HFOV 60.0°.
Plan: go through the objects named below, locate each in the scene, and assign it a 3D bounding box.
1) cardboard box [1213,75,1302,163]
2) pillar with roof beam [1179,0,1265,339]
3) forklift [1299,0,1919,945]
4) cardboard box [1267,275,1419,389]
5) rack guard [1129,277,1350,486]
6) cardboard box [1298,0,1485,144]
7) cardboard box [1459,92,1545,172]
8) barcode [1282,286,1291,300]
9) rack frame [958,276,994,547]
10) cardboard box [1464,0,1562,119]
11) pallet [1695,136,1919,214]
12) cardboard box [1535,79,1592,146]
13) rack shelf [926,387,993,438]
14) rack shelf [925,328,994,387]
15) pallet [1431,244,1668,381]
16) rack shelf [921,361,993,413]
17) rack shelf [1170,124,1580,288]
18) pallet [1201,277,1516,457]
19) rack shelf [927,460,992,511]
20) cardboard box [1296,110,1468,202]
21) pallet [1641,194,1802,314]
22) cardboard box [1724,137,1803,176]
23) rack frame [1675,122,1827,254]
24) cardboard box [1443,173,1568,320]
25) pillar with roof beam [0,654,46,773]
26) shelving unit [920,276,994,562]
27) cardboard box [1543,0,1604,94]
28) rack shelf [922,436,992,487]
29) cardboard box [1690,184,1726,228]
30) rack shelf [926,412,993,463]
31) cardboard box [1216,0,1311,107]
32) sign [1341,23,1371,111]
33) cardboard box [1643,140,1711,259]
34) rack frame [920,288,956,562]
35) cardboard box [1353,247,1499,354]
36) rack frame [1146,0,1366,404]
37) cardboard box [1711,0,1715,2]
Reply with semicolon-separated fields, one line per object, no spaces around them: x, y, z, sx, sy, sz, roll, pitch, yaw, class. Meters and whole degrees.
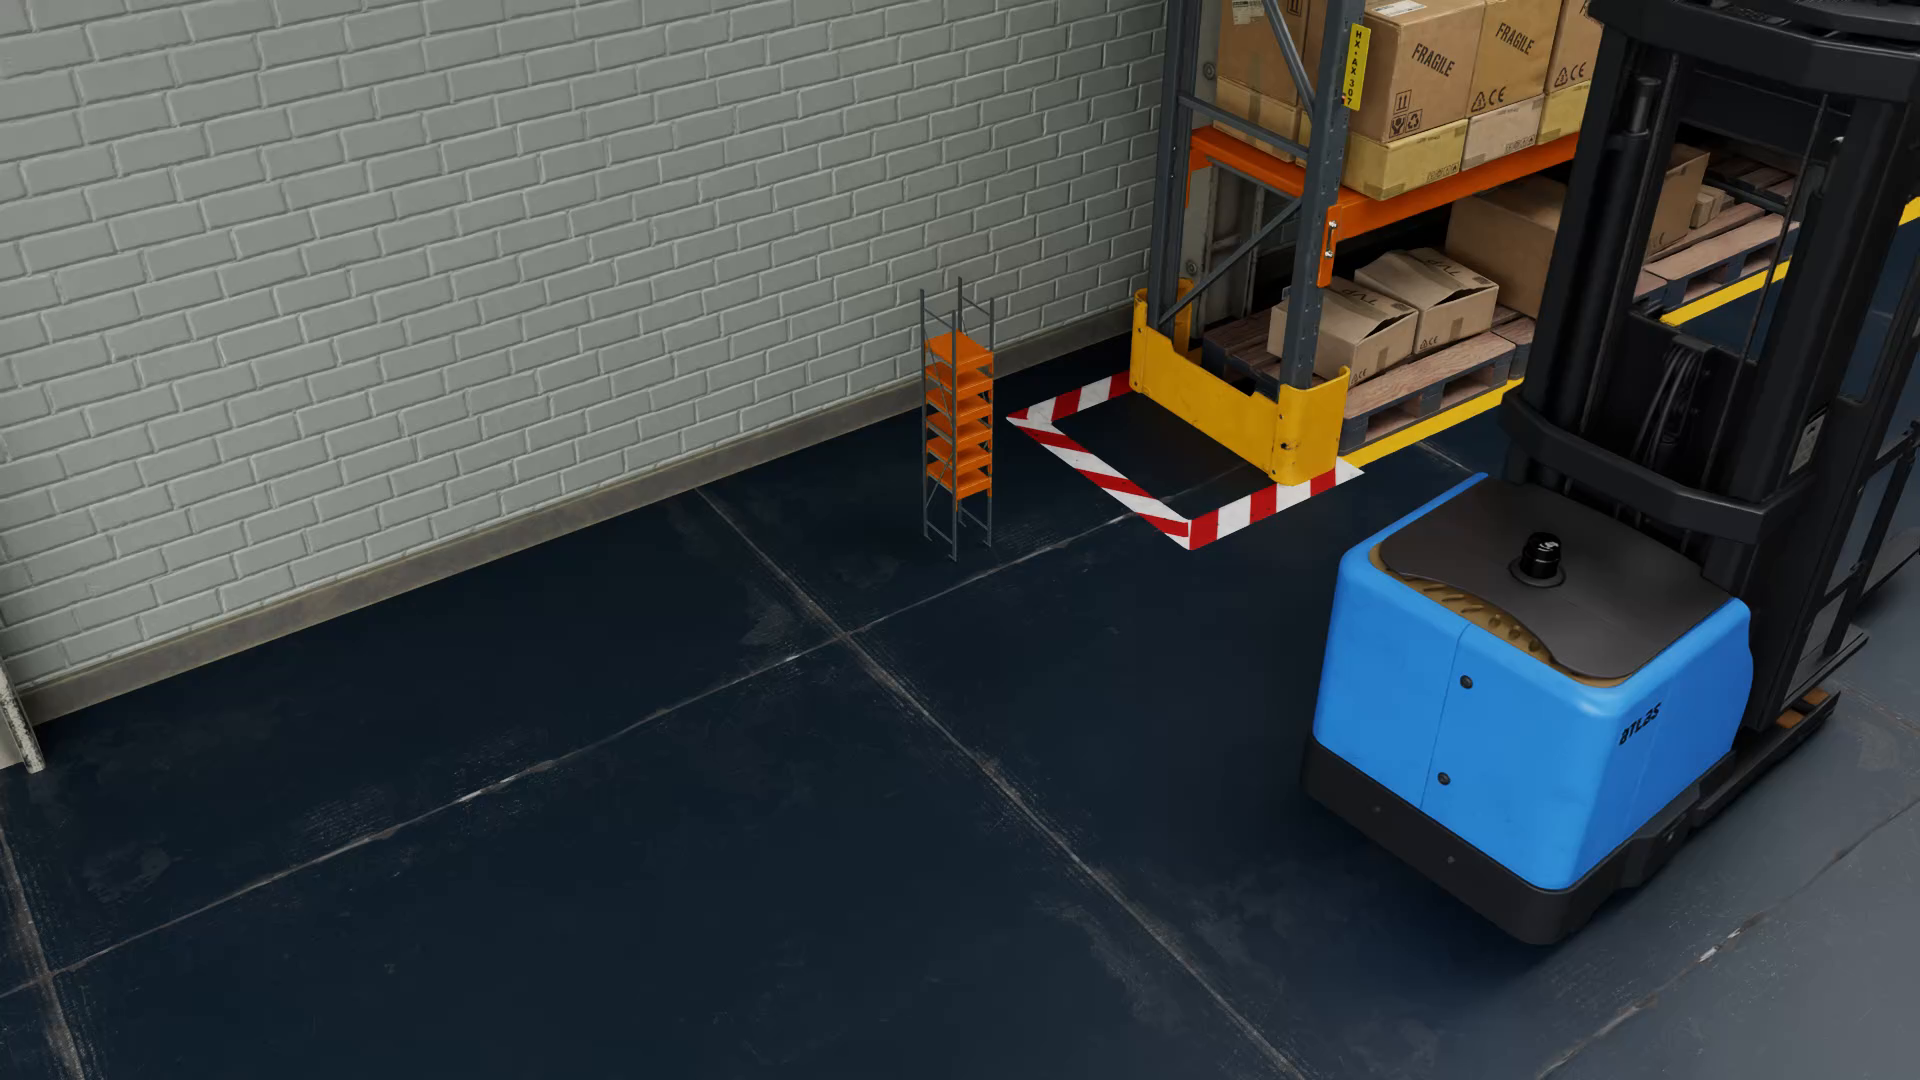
1.505;-1.957;7.513;0.500;0.250;0.500;-22;41;-27;cardboard box
3.789;-2.789;3.421;0.400;9.000;9.100;-22;41;-28;pillar with roof beam
2.661;-0.614;5.593;3.031;2.935;1.130;-26;43;-32;forklift
1.852;-1.037;8.049;0.500;0.311;0.500;-28;44;-33;cardboard box
1.297;-0.771;7.894;0.348;0.500;1.175;-22;41;-28;rack guard
1.798;-2.029;6.971;0.500;0.500;0.500;-22;41;-28;cardboard box
2.233;-1.901;7.436;0.500;0.250;0.500;-24;42;-29;cardboard box
1.637;-1.238;8.320;0.075;0.075;0.001;-22;41;-28;barcode
0.063;-0.513;6.936;0.006;1.200;0.240;-22;41;-28;rack frame
2.208;-2.190;7.196;0.500;0.500;0.500;-22;41;-28;cardboard box
5.140;-2.236;10.178;1.213;0.211;1.003;-22;41;-28;pallet
2.653;-2.070;7.670;0.500;0.250;0.500;-23;42;-29;cardboard box
-0.012;-0.544;6.849;0.180;0.103;0.258;-22;41;-28;rack shelf
-0.012;-0.738;6.709;0.180;0.103;0.258;-22;41;-28;rack shelf
2.978;-1.318;8.902;1.213;0.211;1.003;-22;41;-28;pallet
-0.012;-0.641;6.779;0.180;0.103;0.258;-22;41;-28;rack shelf
2.870;-2.141;8.274;4.000;0.370;1.077;-22;41;-28;rack shelf
1.981;-0.910;8.334;1.213;0.211;1.003;-22;41;-28;pallet
-0.012;-0.251;7.059;0.180;0.103;0.258;-22;41;-28;rack shelf
1.817;-1.720;7.184;0.500;0.250;0.500;-24;42;-29;cardboard box
3.976;-1.731;9.476;1.213;0.211;1.003;-22;41;-28;pallet
5.097;-2.525;9.956;0.500;0.500;0.700;-21;41;-26;cardboard box
4.504;-3.106;8.999;0.127;3.000;1.000;-22;41;-28;rack frame
2.947;-1.528;8.570;0.500;0.500;0.700;-25;43;-31;cardboard box
-1.116;-0.771;0.615;0.400;9.000;9.100;-22;41;-28;pillar with roof beam
-0.012;-0.482;6.893;0.189;1.200;0.258;-22;41;-28;shelving unit
2.634;-2.361;7.433;0.500;0.500;0.500;-24;42;-29;cardboard box
-0.012;-0.349;6.989;0.180;0.103;0.258;-22;41;-28;rack shelf
4.084;-1.940;9.428;0.250;0.166;0.380;-28;44;-33;cardboard box
-0.012;-0.446;6.919;0.180;0.103;0.258;-22;41;-28;rack shelf
1.498;-2.272;7.309;0.500;0.500;0.500;-23;42;-28;cardboard box
1.548;-1.853;6.516;0.005;0.325;0.100;-22;41;-28;sign
3.679;-1.901;9.088;0.500;0.500;0.500;-26;43;-31;cardboard box
-0.087;-0.451;6.850;0.006;1.200;0.240;-22;41;-28;rack frame
2.318;-1.229;8.315;0.500;0.311;0.500;-19;40;-24;cardboard box
1.235;-1.760;7.128;0.127;3.000;1.000;-22;41;-28;rack frame
3.474;-2.716;7.926;0.500;0.500;0.500;-24;42;-29;cardboard box
